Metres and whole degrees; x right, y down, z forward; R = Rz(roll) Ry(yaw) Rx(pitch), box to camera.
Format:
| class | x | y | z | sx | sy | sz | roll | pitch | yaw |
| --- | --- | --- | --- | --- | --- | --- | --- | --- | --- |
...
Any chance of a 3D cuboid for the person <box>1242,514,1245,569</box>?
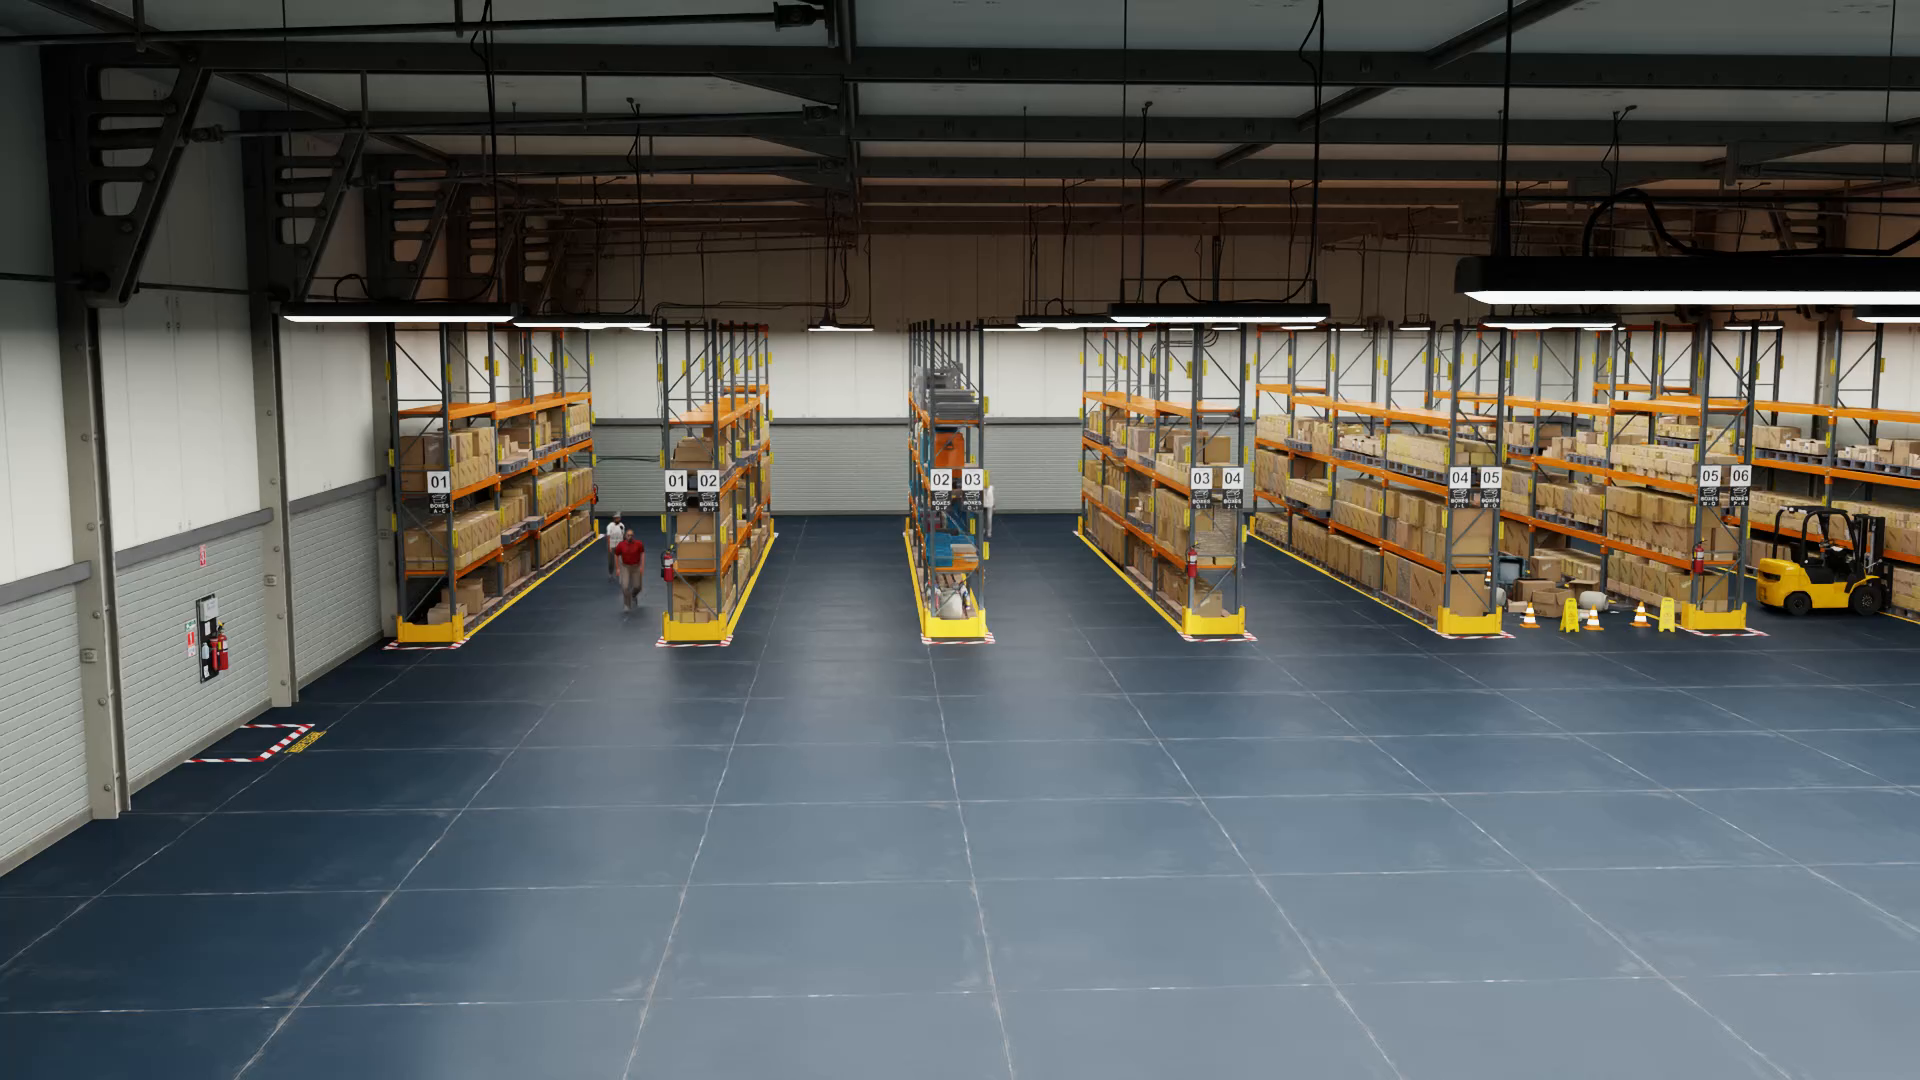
| class | x | y | z | sx | sy | sz | roll | pitch | yaw |
| --- | --- | --- | --- | --- | --- | --- | --- | --- | --- |
| person | 6.800 | -0.115 | 40.897 | 0.454 | 1.553 | 0.888 | -1 | 7 | -11 |

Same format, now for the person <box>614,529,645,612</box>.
| class | x | y | z | sx | sy | sz | roll | pitch | yaw |
| --- | --- | --- | --- | --- | --- | --- | --- | --- | --- |
| person | -6.888 | 0.658 | 34.665 | 0.614 | 1.617 | 0.636 | -2 | 7 | -16 |

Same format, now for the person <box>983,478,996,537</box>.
| class | x | y | z | sx | sy | sz | roll | pitch | yaw |
| --- | --- | --- | --- | --- | --- | --- | --- | --- | --- |
| person | 0.738 | -0.981 | 47.227 | 0.580 | 1.713 | 1.069 | 0 | 7 | 0 |

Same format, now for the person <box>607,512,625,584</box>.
| class | x | y | z | sx | sy | sz | roll | pitch | yaw |
| --- | --- | --- | --- | --- | --- | --- | --- | --- | --- |
| person | -7.929 | 0.153 | 38.354 | 0.422 | 1.638 | 0.947 | -2 | 7 | -13 |
